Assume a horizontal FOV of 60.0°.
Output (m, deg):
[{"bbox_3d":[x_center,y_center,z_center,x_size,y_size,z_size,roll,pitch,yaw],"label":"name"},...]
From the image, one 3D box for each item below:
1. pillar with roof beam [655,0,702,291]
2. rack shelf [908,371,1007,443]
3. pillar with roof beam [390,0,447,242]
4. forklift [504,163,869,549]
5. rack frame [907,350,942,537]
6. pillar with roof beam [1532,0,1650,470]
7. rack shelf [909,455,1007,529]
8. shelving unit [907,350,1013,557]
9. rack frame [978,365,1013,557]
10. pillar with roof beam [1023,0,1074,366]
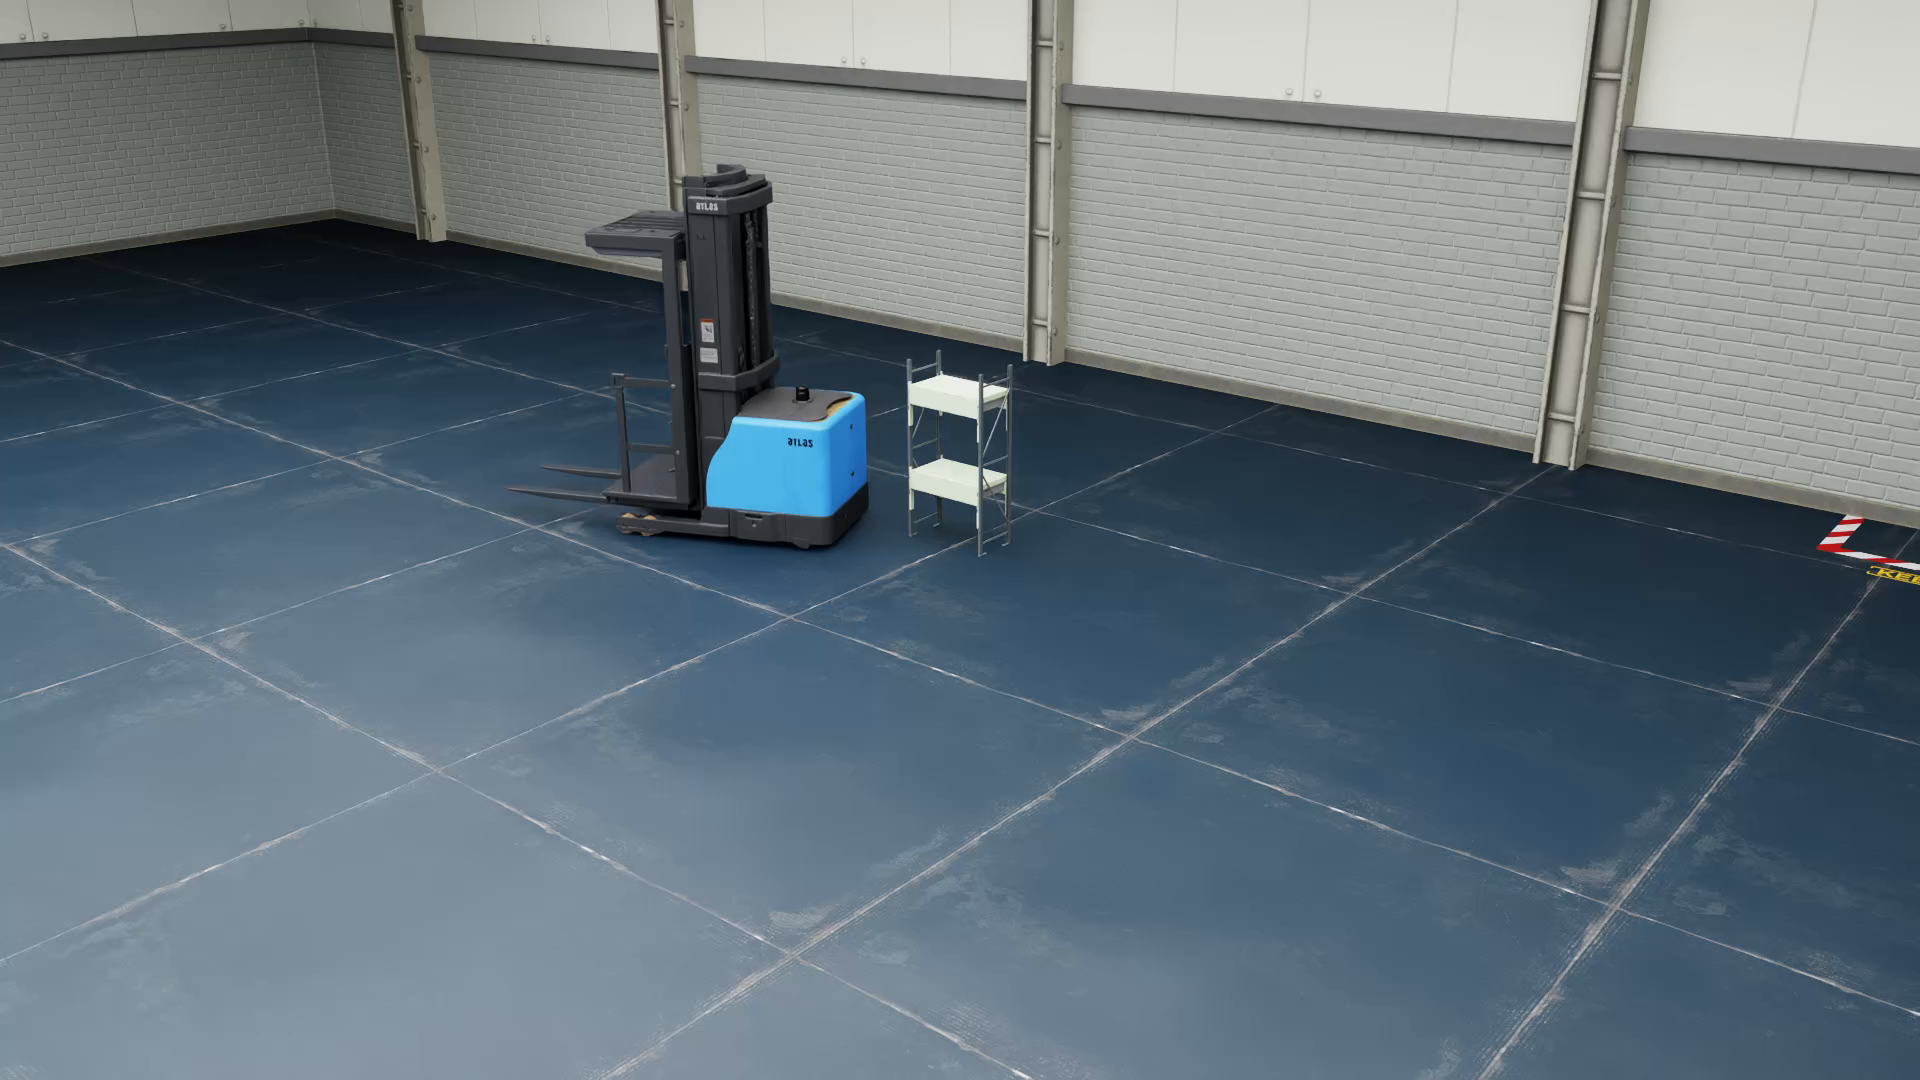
[{"bbox_3d":[-6.398,-6.439,17.989,0.400,9.000,9.100,16,26,36],"label":"pillar with roof beam"},{"bbox_3d":[-0.005,-1.068,13.270,0.720,0.370,0.431,16,26,36],"label":"rack shelf"},{"bbox_3d":[-11.047,-7.778,21.539,0.400,9.000,9.100,16,26,36],"label":"pillar with roof beam"},{"bbox_3d":[-2.353,-1.574,13.689,3.031,2.935,1.130,6,21,15],"label":"forklift"},{"bbox_3d":[-0.289,-0.785,13.624,0.023,1.500,0.400,16,26,36],"label":"rack frame"},{"bbox_3d":[2.899,-3.762,10.890,0.400,9.000,9.100,16,26,36],"label":"pillar with roof beam"},{"bbox_3d":[-0.005,-0.398,13.523,0.720,0.370,0.431,16,26,36],"label":"rack shelf"},{"bbox_3d":[-0.005,-0.703,13.407,0.755,1.500,0.431,16,26,36],"label":"shelving unit"},{"bbox_3d":[0.278,-0.622,13.191,0.023,1.500,0.400,16,26,36],"label":"rack frame"},{"bbox_3d":[-1.750,-5.100,14.440,0.400,9.000,9.100,16,26,36],"label":"pillar with roof beam"}]
